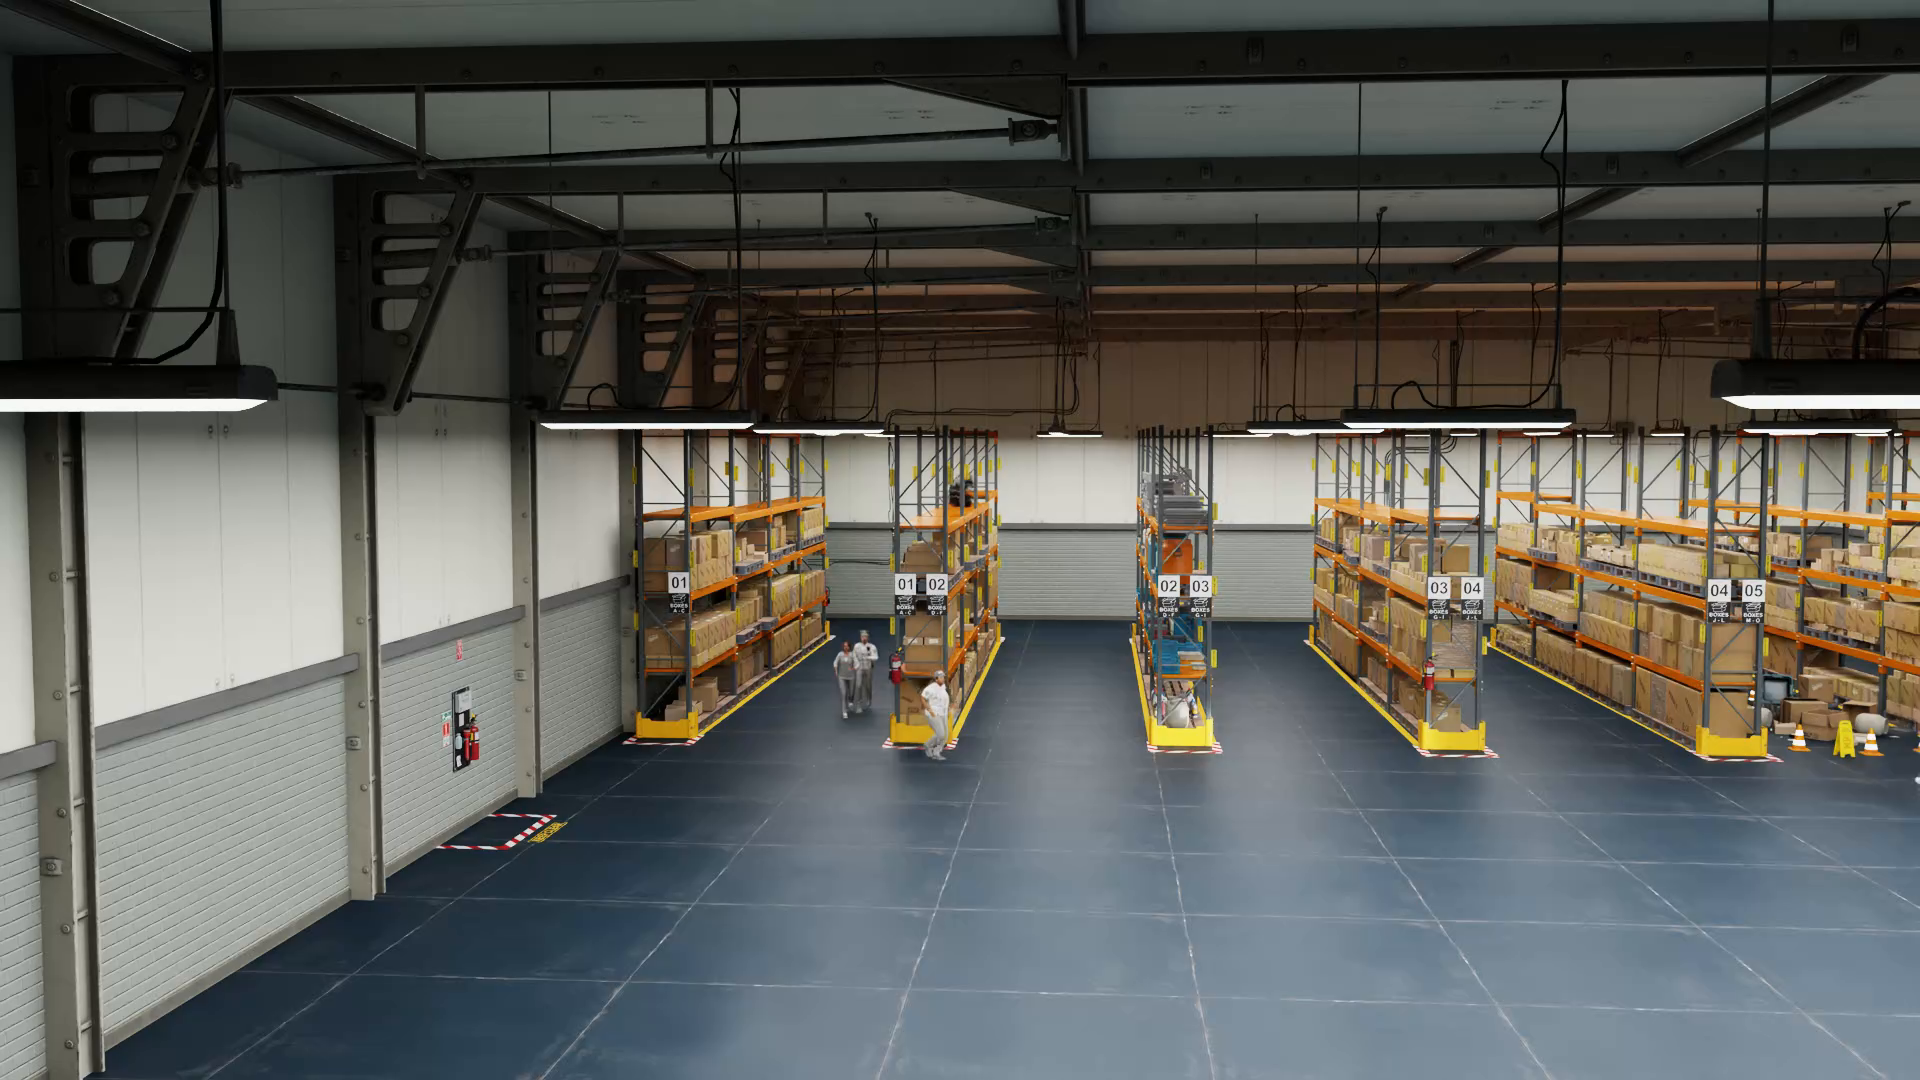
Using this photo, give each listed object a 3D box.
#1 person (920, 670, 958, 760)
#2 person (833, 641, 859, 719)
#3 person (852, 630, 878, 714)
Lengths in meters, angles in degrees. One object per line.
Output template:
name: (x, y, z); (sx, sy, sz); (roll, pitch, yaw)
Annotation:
person: (-0.373, 3.133, 29.735); (0.569, 1.619, 0.647); (3, 4, 38)
person: (-2.351, 2.867, 34.372); (0.548, 1.568, 0.805); (0, 3, -2)
person: (-2.028, 2.753, 35.099); (0.575, 1.715, 0.872); (0, 3, 2)
